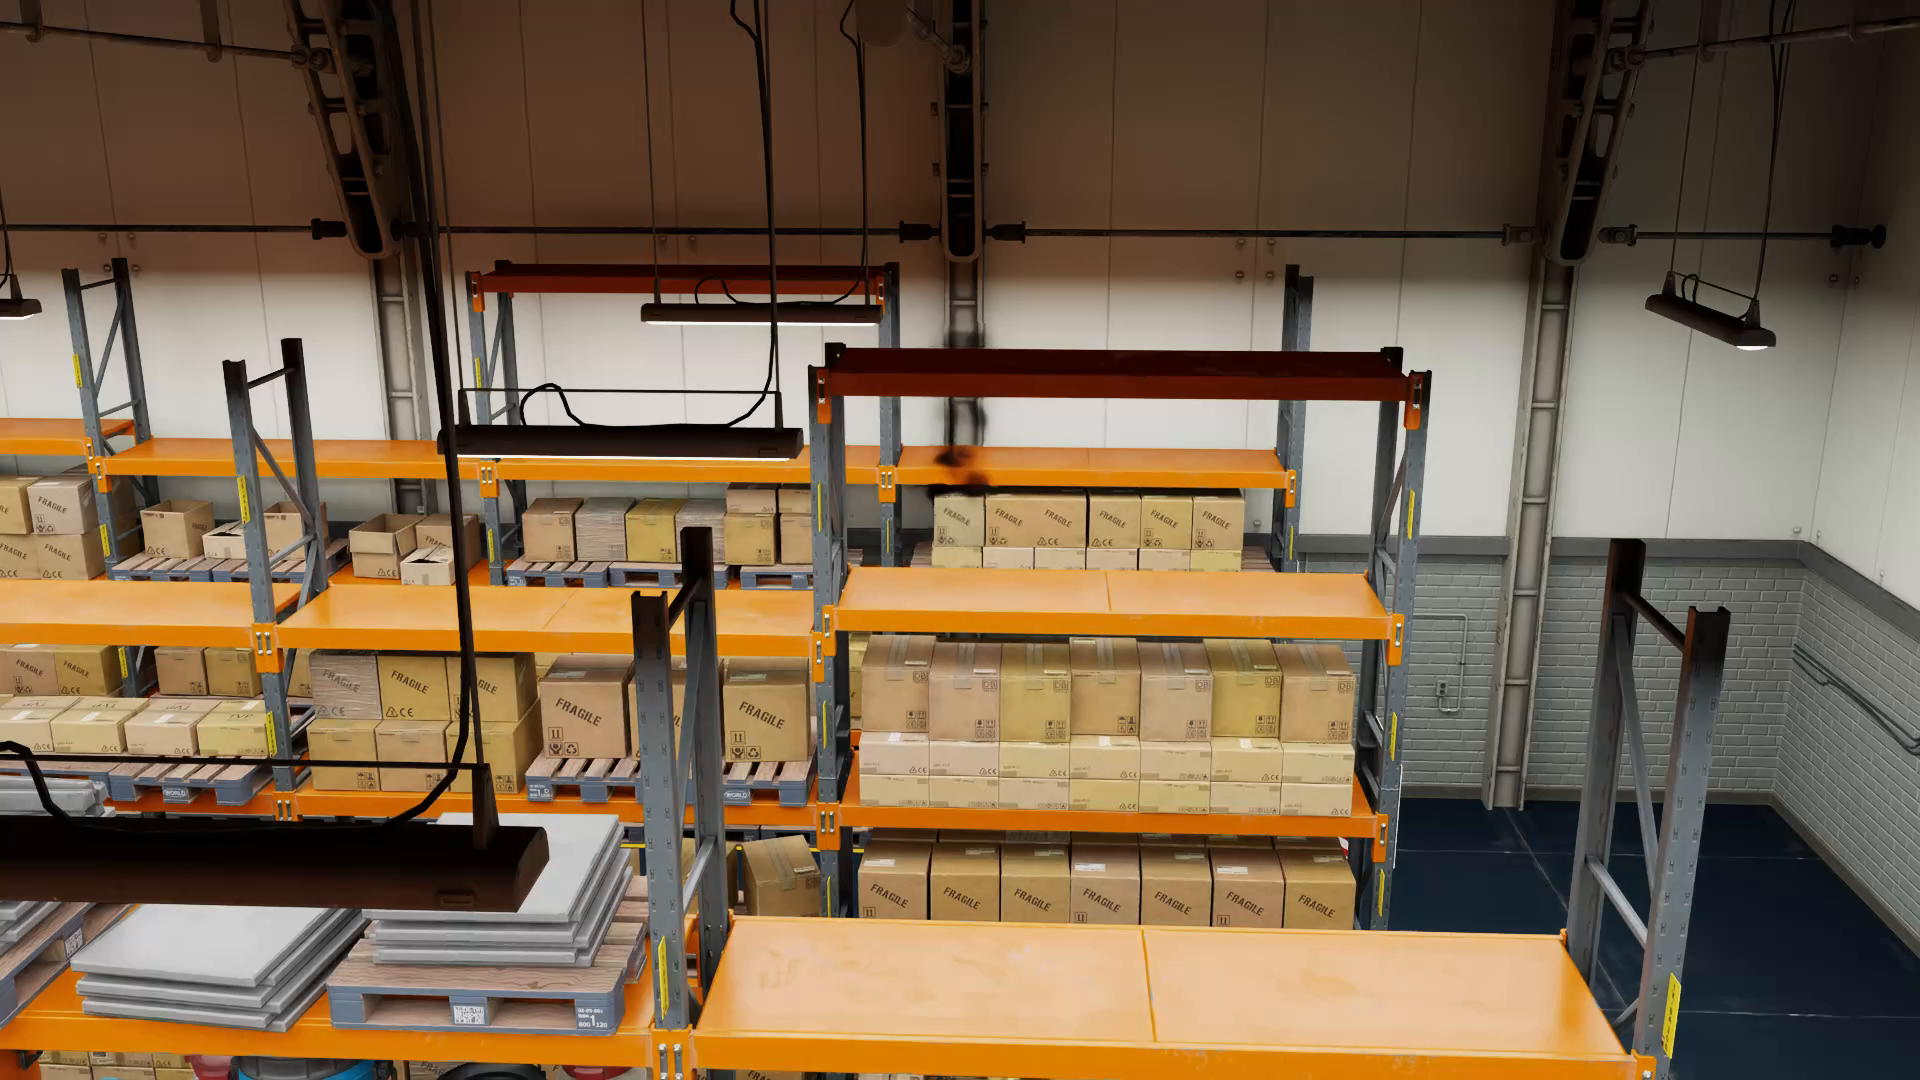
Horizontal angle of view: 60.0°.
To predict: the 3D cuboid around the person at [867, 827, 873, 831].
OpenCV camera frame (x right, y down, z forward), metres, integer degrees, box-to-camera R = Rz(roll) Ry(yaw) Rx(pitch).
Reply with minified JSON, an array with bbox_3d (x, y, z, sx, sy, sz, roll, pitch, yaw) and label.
[{"bbox_3d":[-0.611,2.864,15.821,0.548,1.653,0.612,0,16,-1],"label":"person"}]
